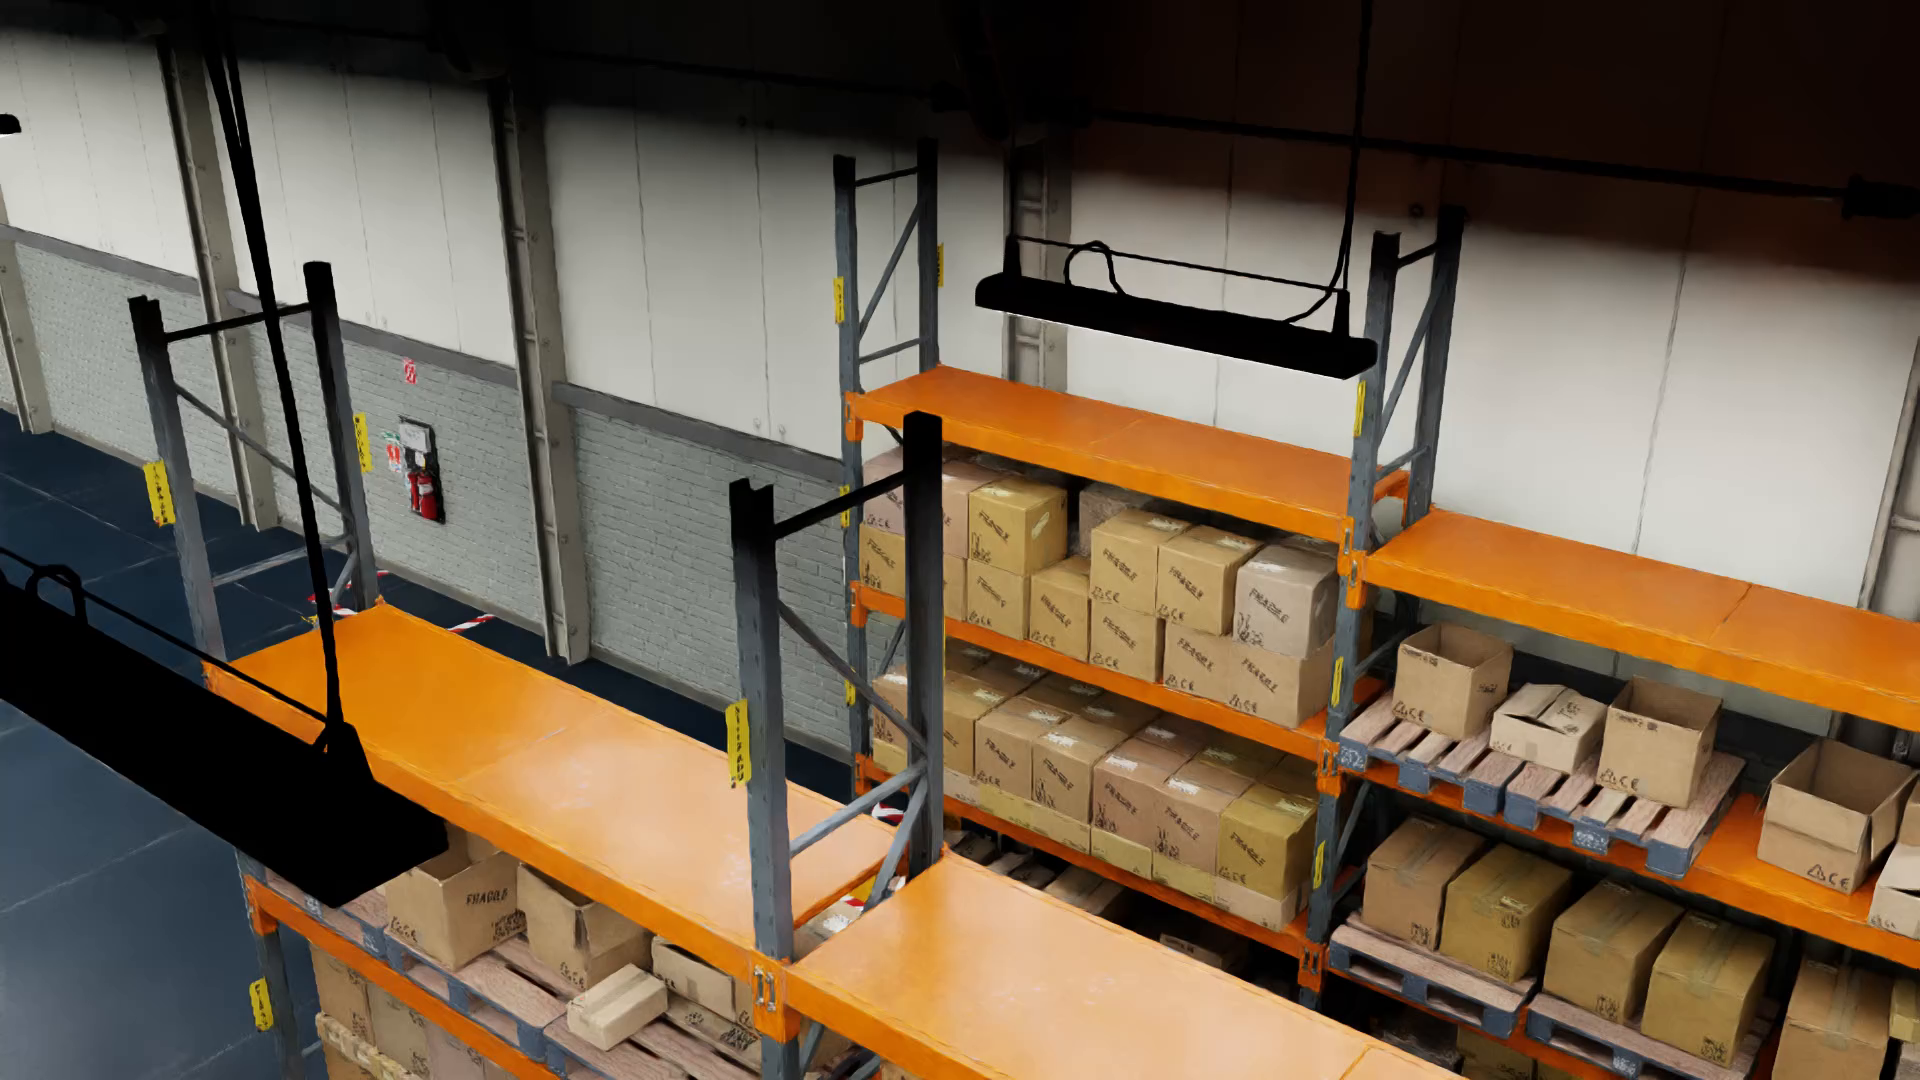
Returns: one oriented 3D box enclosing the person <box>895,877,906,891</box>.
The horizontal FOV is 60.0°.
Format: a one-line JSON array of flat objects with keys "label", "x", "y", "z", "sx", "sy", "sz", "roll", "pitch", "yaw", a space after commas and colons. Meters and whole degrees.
[{"label": "person", "x": -0.170, "y": 2.873, "z": 11.434, "sx": 0.645, "sy": 1.772, "sz": 0.464, "roll": 4, "pitch": 23, "yaw": 10}]
